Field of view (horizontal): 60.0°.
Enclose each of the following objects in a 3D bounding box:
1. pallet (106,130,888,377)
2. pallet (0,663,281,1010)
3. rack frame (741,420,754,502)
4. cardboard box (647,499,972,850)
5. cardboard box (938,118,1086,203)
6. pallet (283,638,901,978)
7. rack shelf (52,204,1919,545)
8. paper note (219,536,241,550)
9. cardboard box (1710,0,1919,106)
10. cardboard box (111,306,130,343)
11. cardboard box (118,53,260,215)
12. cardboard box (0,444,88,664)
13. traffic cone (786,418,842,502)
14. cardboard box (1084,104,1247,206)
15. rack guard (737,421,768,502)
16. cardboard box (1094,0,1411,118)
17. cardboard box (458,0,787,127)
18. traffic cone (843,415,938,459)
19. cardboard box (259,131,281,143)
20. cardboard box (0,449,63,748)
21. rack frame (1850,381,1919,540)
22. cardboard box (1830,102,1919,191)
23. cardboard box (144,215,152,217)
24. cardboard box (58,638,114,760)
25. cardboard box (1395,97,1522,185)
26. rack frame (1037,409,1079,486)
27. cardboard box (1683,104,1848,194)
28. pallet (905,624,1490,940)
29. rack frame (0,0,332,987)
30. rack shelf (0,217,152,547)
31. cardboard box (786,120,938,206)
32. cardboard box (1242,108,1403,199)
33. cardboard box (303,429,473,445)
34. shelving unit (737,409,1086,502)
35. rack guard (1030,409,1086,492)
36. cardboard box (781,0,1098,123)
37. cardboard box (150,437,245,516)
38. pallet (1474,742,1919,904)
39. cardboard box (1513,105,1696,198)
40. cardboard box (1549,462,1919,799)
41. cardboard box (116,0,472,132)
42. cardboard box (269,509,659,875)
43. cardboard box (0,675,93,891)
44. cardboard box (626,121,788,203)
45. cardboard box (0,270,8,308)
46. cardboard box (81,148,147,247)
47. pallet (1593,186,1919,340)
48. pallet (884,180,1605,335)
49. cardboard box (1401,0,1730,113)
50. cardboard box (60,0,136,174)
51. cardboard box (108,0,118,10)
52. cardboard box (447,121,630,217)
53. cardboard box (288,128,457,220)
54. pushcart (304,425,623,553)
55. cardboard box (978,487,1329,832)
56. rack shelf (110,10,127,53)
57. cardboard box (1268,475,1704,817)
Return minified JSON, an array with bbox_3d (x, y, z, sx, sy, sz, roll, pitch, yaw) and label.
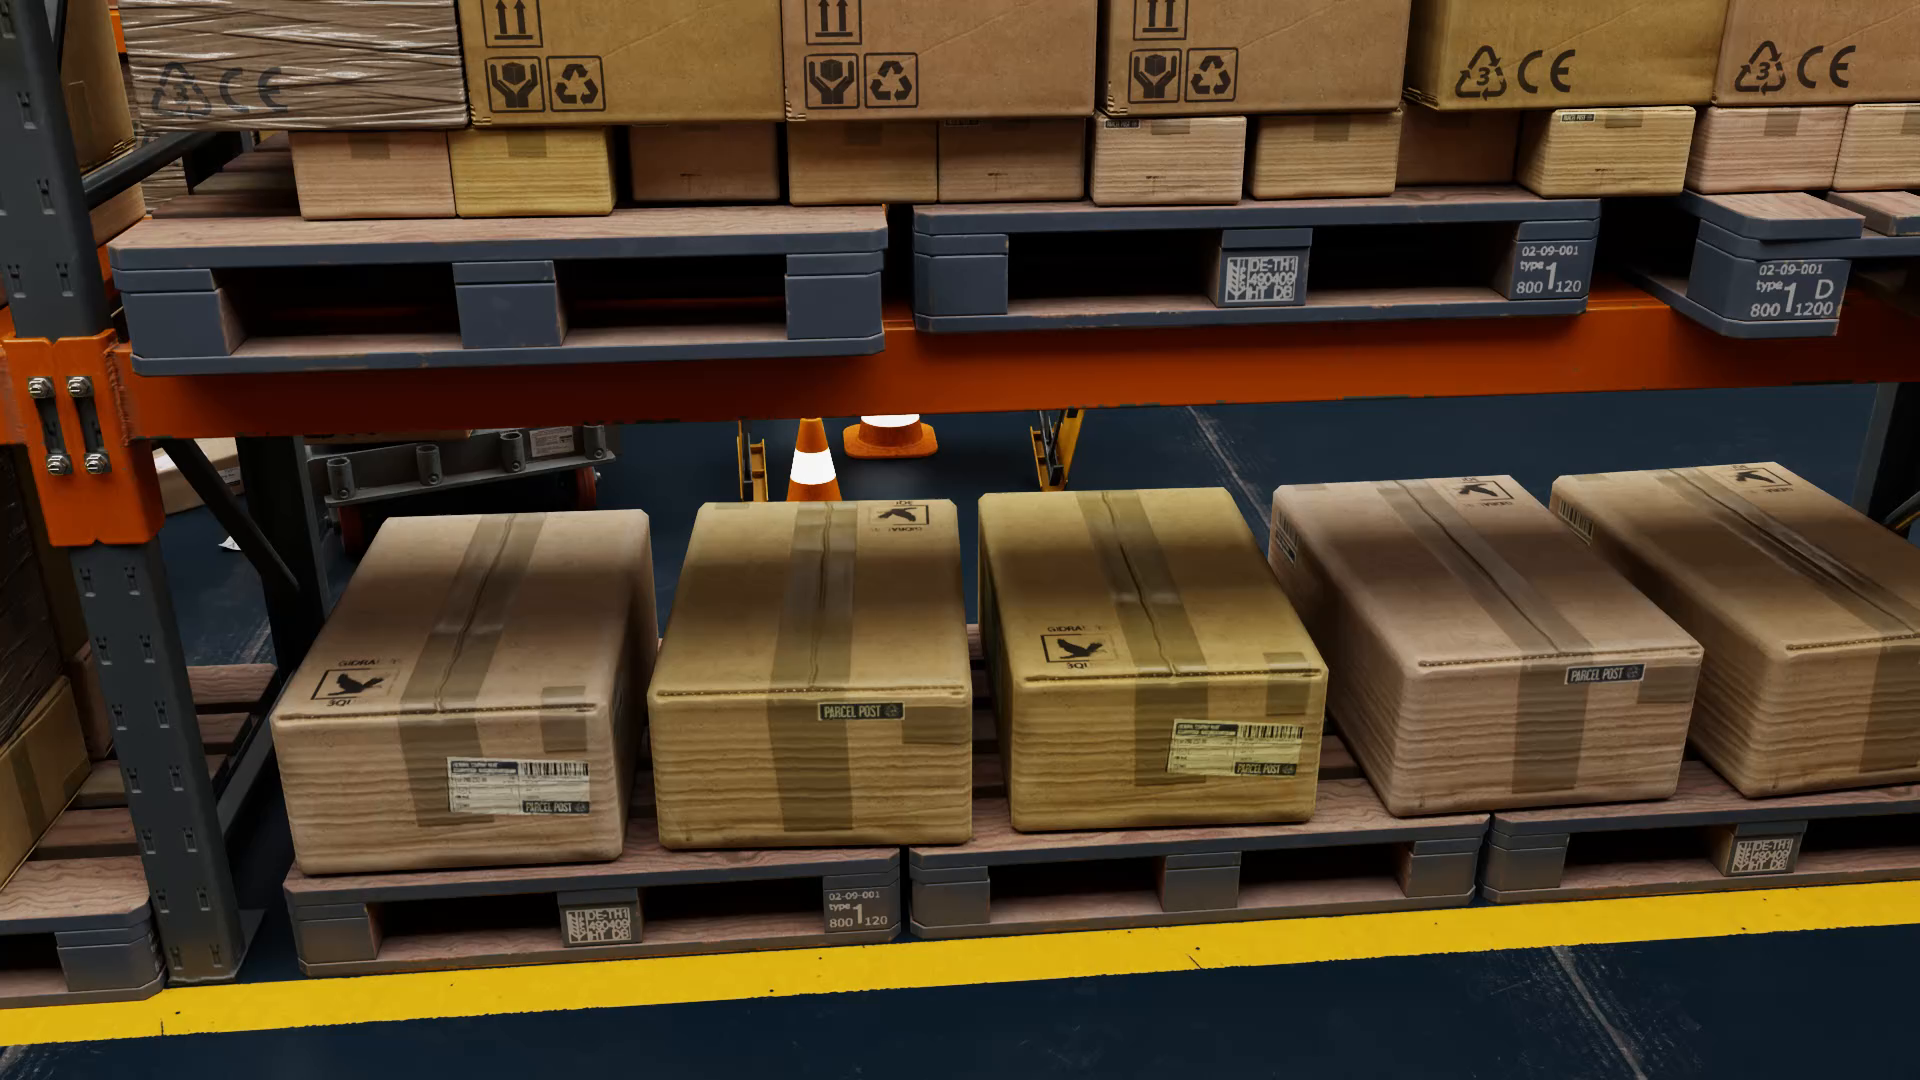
[{"bbox_3d":[-0.767,-0.580,3.097,1.213,0.211,1.003,-2,24,-5],"label":"pallet"},{"bbox_3d":[-2.207,0.620,3.595,1.213,0.211,1.003,-2,24,-5],"label":"pallet"},{"bbox_3d":[-0.756,-0.895,5.596,0.032,0.500,1.500,-3,59,-8],"label":"rack frame"},{"bbox_3d":[-0.305,0.261,3.687,0.625,0.372,0.950,-1,24,-2],"label":"cardboard box"},{"bbox_3d":[0.070,-0.718,2.965,0.250,0.149,0.380,-2,24,-5],"label":"cardboard box"},{"bbox_3d":[-0.767,0.547,3.759,1.213,0.211,1.003,-2,24,-5],"label":"pallet"},{"bbox_3d":[0.449,-0.447,3.447,4.000,0.370,1.077,-2,24,-5],"label":"rack shelf"},{"bbox_3d":[-2.237,-0.007,5.228,0.142,0.019,0.148,-2,24,-5],"label":"paper note"},{"bbox_3d":[1.500,-1.073,2.965,0.500,0.500,0.500,-3,24,-6],"label":"cardboard box"},{"bbox_3d":[-3.093,-0.591,5.793,0.503,0.637,0.797,-2,24,-5],"label":"cardboard box"},{"bbox_3d":[-3.658,-1.879,7.883,0.875,0.875,0.875,-2,24,-5],"label":"cardboard box"},{"bbox_3d":[-2.155,-0.059,3.635,0.500,0.500,0.500,-1,24,-3],"label":"cardboard box"},{"bbox_3d":[-0.445,-0.152,5.021,0.334,0.463,0.336,-2,24,-5],"label":"traffic cone"},{"bbox_3d":[0.339,-0.708,2.941,0.250,0.149,0.380,-1,24,-3],"label":"cardboard box"},{"bbox_3d":[-0.662,-0.364,5.280,0.087,0.587,0.250,-3,59,-8],"label":"rack guard"},{"bbox_3d":[0.455,-1.031,2.870,0.500,0.500,0.500,-3,24,-7],"label":"cardboard box"},{"bbox_3d":[-0.549,-0.992,2.782,0.500,0.500,0.500,-2,24,-5],"label":"cardboard box"},{"bbox_3d":[-0.255,-0.567,5.957,0.334,0.463,0.336,-2,24,-5],"label":"traffic cone"},{"bbox_3d":[-2.762,-1.916,7.967,0.875,0.875,0.875,-2,24,-4],"label":"cardboard box"},{"bbox_3d":[-2.104,0.159,3.145,0.500,0.500,0.500,-3,24,-6],"label":"cardboard box"},{"bbox_3d":[2.439,-0.855,3.481,0.127,3.000,1.000,-2,24,-5],"label":"rack frame"},{"bbox_3d":[1.630,-0.756,3.050,0.250,0.149,0.380,-2,24,-6],"label":"cardboard box"},{"bbox_3d":[-3.573,-1.074,7.048,0.500,0.500,0.500,2,24,4],"label":"cardboard box"},{"bbox_3d":[-2.155,0.284,3.787,0.500,0.250,0.500,-3,24,-8],"label":"cardboard box"},{"bbox_3d":[0.844,-0.773,3.089,0.250,0.149,0.380,-2,24,-5],"label":"cardboard box"},{"bbox_3d":[0.248,-0.951,5.740,0.032,0.500,1.500,-3,59,-8],"label":"rack frame"},{"bbox_3d":[1.379,-0.749,3.035,0.250,0.149,0.380,-3,24,-8],"label":"cardboard box"},{"bbox_3d":[0.450,0.497,3.872,1.213,0.211,1.003,-2,24,-5],"label":"pallet"},{"bbox_3d":[-1.542,-0.695,3.122,0.127,3.000,1.000,-2,24,-5],"label":"rack frame"},{"bbox_3d":[-3.532,-0.287,3.088,4.000,0.370,1.077,-2,24,-5],"label":"rack shelf"},{"bbox_3d":[-0.177,-0.709,2.944,0.250,0.149,0.380,-2,24,-4],"label":"cardboard box"},{"bbox_3d":[0.602,-0.730,2.992,0.250,0.149,0.380,-3,24,-7],"label":"cardboard box"},{"bbox_3d":[-1.747,-0.618,5.091,0.500,0.500,0.500,-2,24,-5],"label":"cardboard box"},{"bbox_3d":[-0.245,-0.924,5.669,1.083,0.587,1.500,-3,59,-8],"label":"shelving unit"},{"bbox_3d":[0.322,-0.418,5.422,0.087,0.587,0.250,-3,59,-8],"label":"rack guard"},{"bbox_3d":[-0.055,-1.006,2.814,0.500,0.500,0.500,-2,24,-5],"label":"cardboard box"},{"bbox_3d":[-2.563,-0.281,5.555,0.258,0.266,0.396,22,32,40],"label":"cardboard box"},{"bbox_3d":[1.661,0.450,3.978,1.213,0.211,1.003,-2,24,-5],"label":"pallet"},{"bbox_3d":[1.106,-0.732,2.997,0.250,0.149,0.380,-2,24,-4],"label":"cardboard box"},{"bbox_3d":[1.876,0.172,3.888,0.625,0.372,0.950,-4,24,-9],"label":"cardboard box"},{"bbox_3d":[-1.047,-0.972,2.737,0.500,0.500,0.500,-2,24,-4],"label":"cardboard box"},{"bbox_3d":[-1.020,0.291,3.619,0.625,0.372,0.950,-2,24,-4],"label":"cardboard box"},{"bbox_3d":[-2.104,0.501,3.297,0.500,0.250,0.500,-1,24,-3],"label":"cardboard box"},{"bbox_3d":[-0.437,-0.716,2.959,0.250,0.149,0.380,-1,24,-2],"label":"cardboard box"},{"bbox_3d":[-1.832,-0.445,2.867,0.250,0.149,0.380,-3,24,-6],"label":"cardboard box"},{"bbox_3d":[-1.887,-0.698,3.436,0.250,0.149,0.380,-2,24,-5],"label":"cardboard box"},{"bbox_3d":[1.740,-0.696,3.359,1.003,0.211,1.213,-2,24,-5],"label":"pallet"},{"bbox_3d":[0.473,-0.672,3.305,1.213,0.211,1.003,-2,24,-5],"label":"pallet"},{"bbox_3d":[0.998,-1.052,2.918,0.500,0.500,0.500,-4,24,-9],"label":"cardboard box"},{"bbox_3d":[-2.007,-0.972,3.255,0.500,0.500,0.500,-2,24,-5],"label":"cardboard box"},{"bbox_3d":[-3.589,-2.736,7.528,0.550,0.550,0.875,-2,24,-5],"label":"cardboard box"},{"bbox_3d":[-0.711,-0.673,2.864,0.250,0.149,0.380,-2,24,-4],"label":"cardboard box"},{"bbox_3d":[-0.961,-0.667,2.850,0.250,0.149,0.380,-2,24,-4],"label":"cardboard box"},{"bbox_3d":[-1.816,-0.417,5.723,0.936,0.377,1.648,-11,26,-23],"label":"pushcart"},{"bbox_3d":[0.387,0.233,3.751,0.625,0.372,0.950,-2,24,-3],"label":"cardboard box"},{"bbox_3d":[-4.119,-2.284,7.580,4.000,0.370,1.077,-2,24,-5],"label":"rack shelf"},{"bbox_3d":[1.142,0.205,3.814,0.625,0.372,0.950,-3,24,-6],"label":"cardboard box"}]
